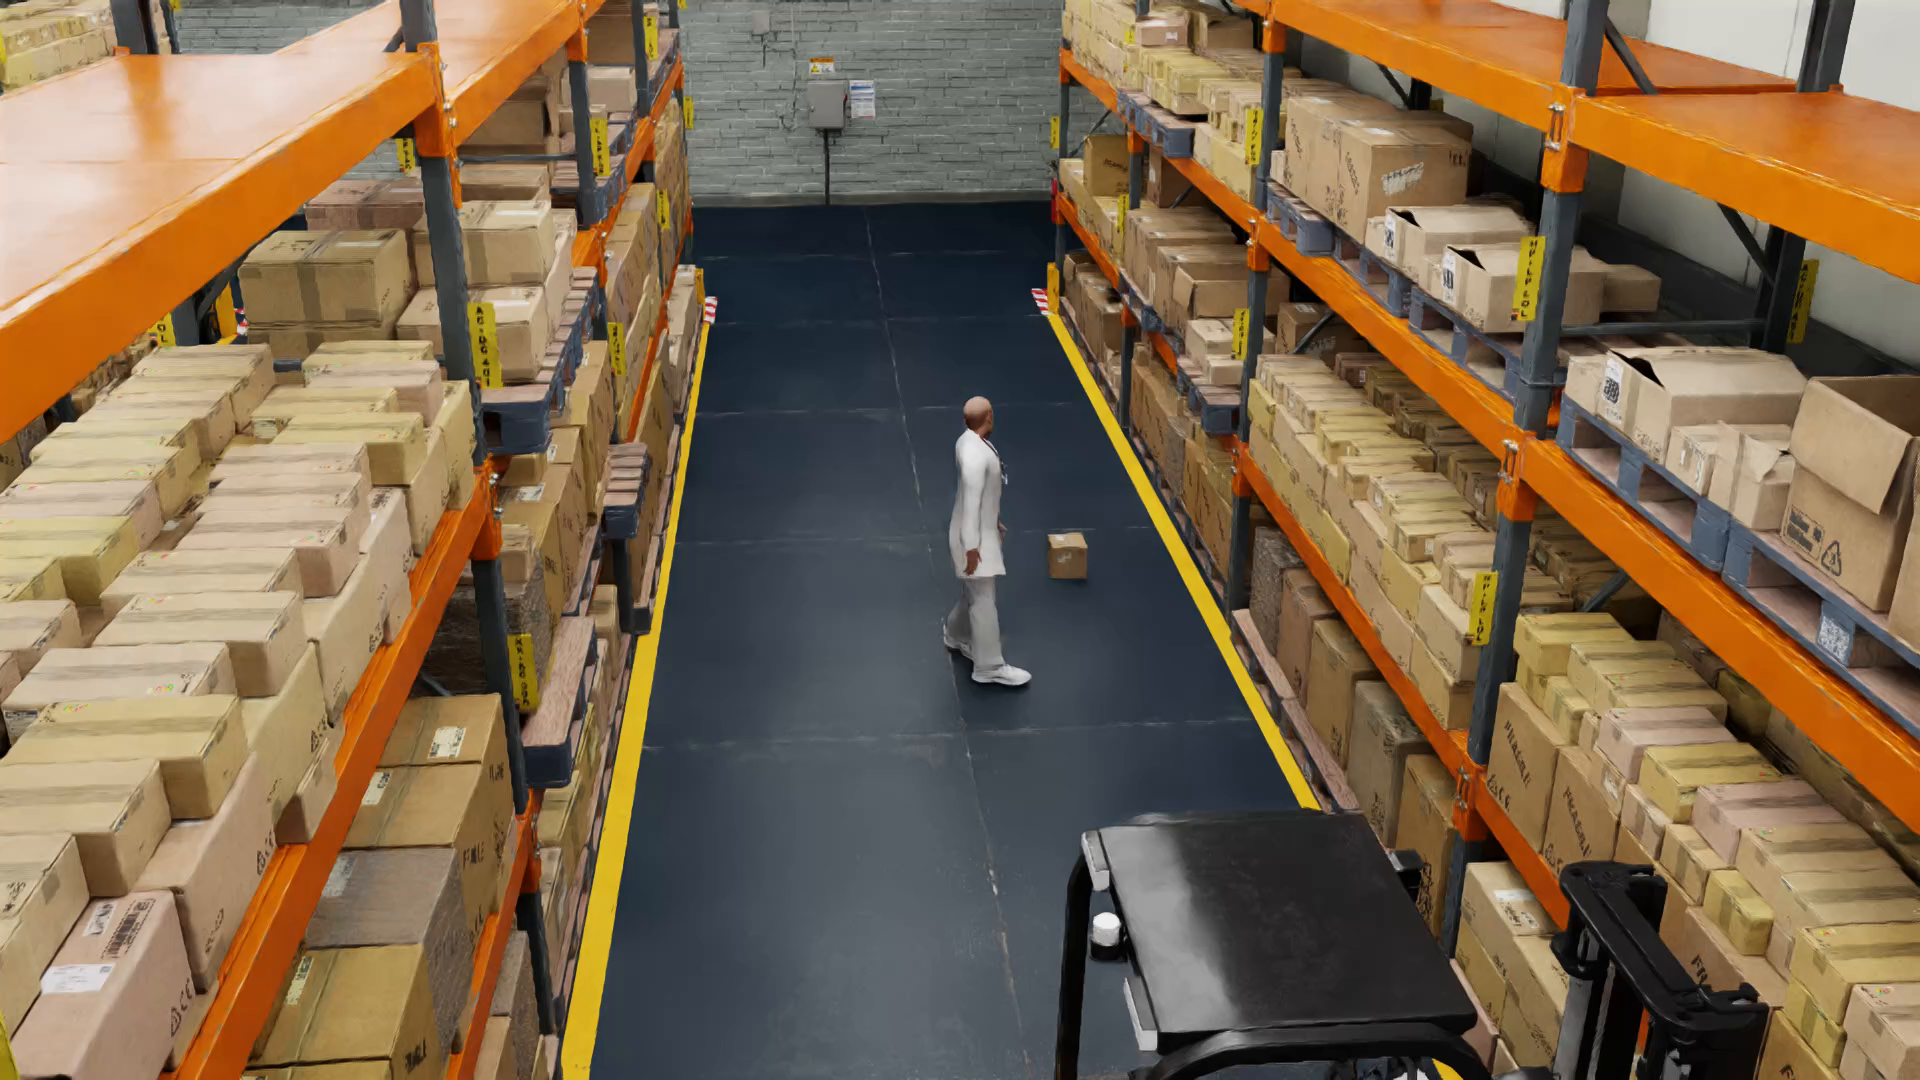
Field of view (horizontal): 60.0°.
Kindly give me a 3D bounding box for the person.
[{"bbox_3d":[0.171,-0.008,10.415,0.614,1.774,0.683,3,24,6],"label":"person"}]
